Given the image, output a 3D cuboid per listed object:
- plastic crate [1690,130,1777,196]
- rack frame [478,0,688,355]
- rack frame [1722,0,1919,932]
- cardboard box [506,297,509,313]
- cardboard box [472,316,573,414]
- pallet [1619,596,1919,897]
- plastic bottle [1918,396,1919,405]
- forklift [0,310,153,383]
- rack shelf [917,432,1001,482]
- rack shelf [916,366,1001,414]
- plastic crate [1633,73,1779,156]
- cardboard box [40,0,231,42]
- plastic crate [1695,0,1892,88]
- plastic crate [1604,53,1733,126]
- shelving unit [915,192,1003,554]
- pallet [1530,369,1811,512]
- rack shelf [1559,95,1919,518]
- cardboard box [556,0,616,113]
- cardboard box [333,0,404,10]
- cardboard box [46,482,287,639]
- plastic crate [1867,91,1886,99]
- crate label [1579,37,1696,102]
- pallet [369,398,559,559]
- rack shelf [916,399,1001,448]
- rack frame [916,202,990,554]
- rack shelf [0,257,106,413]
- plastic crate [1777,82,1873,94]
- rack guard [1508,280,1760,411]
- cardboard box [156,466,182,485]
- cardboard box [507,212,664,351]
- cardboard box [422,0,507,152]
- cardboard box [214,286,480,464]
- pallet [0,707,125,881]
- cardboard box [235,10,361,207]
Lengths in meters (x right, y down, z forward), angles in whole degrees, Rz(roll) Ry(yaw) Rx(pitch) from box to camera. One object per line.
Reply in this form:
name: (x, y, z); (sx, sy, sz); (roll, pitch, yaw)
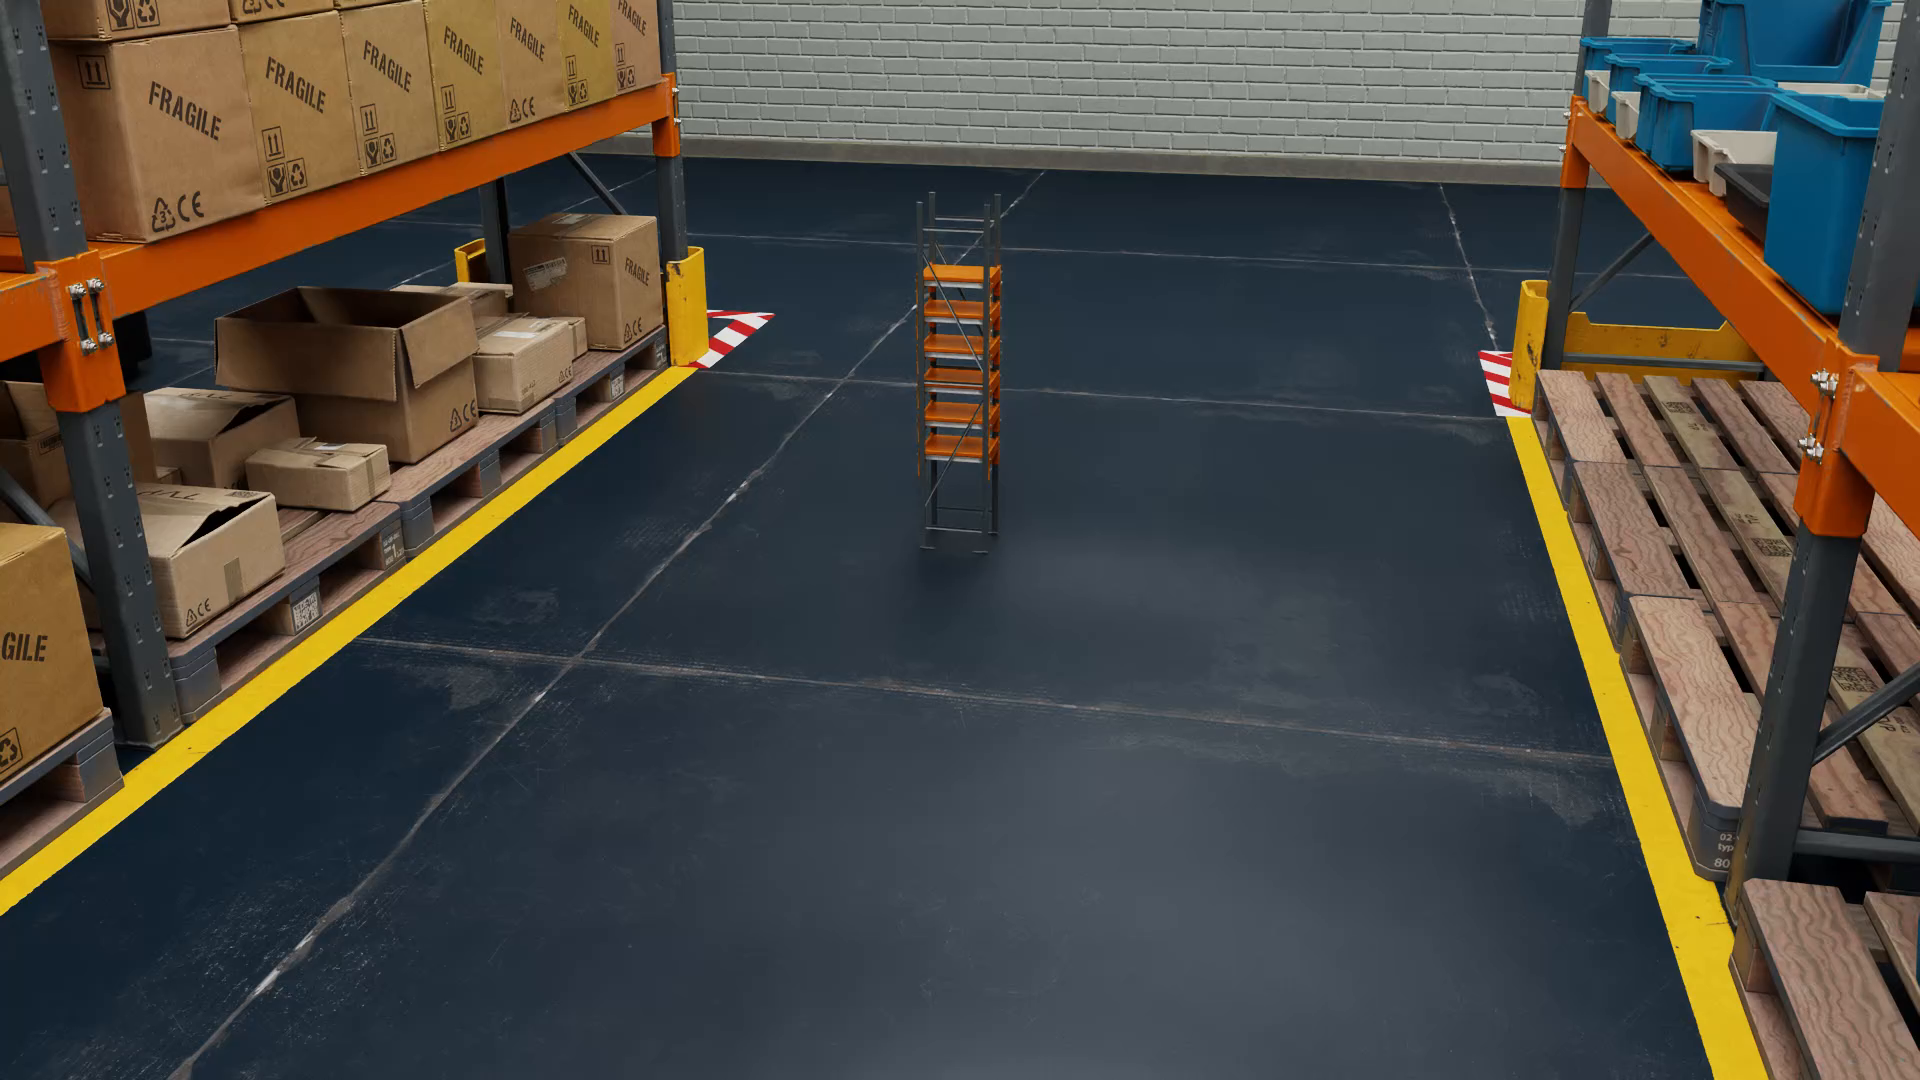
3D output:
plastic crate: (2.282, -1.072, 4.772); (0.293, 0.136, 0.466); (4, 22, 11)
rack frame: (-1.811, -2.348, 7.669); (1.000, 3.000, 0.127); (4, 22, 11)
rack frame: (2.221, -0.506, 3.095); (1.000, 3.000, 0.127); (4, 22, 11)
cardboard box: (-2.284, -1.020, 7.574); (0.380, 0.166, 0.250); (4, 22, 11)
cardboard box: (-1.904, -0.714, 6.703); (0.500, 0.250, 0.500); (4, 22, 11)
pallet: (2.333, 0.515, 4.291); (1.003, 0.211, 1.213); (4, 22, 11)
plastic bottle: (1.729, -0.351, 2.865); (0.061, 0.283, 0.133); (4, 22, 11)
forklift: (-4.608, -1.668, 6.073); (1.130, 2.935, 3.031); (5, 22, 12)
rack shelf: (-0.003, -0.287, 5.723); (0.258, 0.103, 0.180); (4, 22, 11)
rack shelf: (-0.003, -0.510, 5.633); (0.258, 0.103, 0.180); (4, 22, 11)
plastic crate: (2.396, -1.373, 5.390); (0.416, 0.233, 0.300); (4, 22, 11)
cardboard box: (-2.256, -1.546, 4.206); (0.500, 0.500, 0.500); (5, 22, 12)
plastic crate: (3.152, -1.877, 6.370); (0.616, 0.435, 0.499); (4, 22, 11)
plastic crate: (2.530, -1.613, 5.988); (0.416, 0.233, 0.300); (4, 22, 11)
shelving unit: (-0.003, -0.551, 5.616); (0.258, 1.200, 0.189); (4, 22, 11)
pallet: (2.831, -0.377, 6.507); (1.003, 0.211, 1.213); (4, 22, 11)
rack shelf: (2.629, -0.904, 5.046); (1.077, 0.370, 4.000); (4, 22, 11)
cardboard box: (-1.738, -2.020, 6.720); (0.500, 0.500, 0.500); (5, 22, 11)
cardboard box: (-2.045, -1.923, 5.141); (0.500, 0.500, 0.500); (4, 22, 9)
cardboard box: (-2.330, 0.021, 4.797); (0.500, 0.311, 0.500); (4, 22, 11)
plastic crate: (2.713, -1.024, 4.458); (0.437, 0.282, 0.530); (4, 22, 11)
crate label: (2.665, -1.854, 6.586); (0.416, 0.233, 0.303); (4, 22, 11)
pallet: (-2.239, -0.290, 6.292); (1.003, 0.211, 1.213); (4, 22, 11)
rack shelf: (-0.003, -0.399, 5.678); (0.258, 0.103, 0.180); (4, 22, 11)
rack frame: (-0.022, -0.518, 5.533); (0.240, 1.200, 0.006); (4, 22, 11)
rack shelf: (-3.035, 0.180, 2.355); (1.077, 0.370, 4.000); (4, 22, 11)
plastic crate: (3.048, -1.563, 5.991); (0.396, 0.136, 0.243); (4, 22, 11)
rack guard: (3.030, -0.819, 7.219); (1.175, 0.500, 0.348); (4, 22, 11)
cardboard box: (-2.771, -0.139, 5.410); (0.380, 0.149, 0.250); (4, 22, 11)
cardboard box: (-1.681, -1.175, 7.513); (0.500, 0.500, 0.500); (4, 22, 11)
cardboard box: (-1.948, -1.654, 5.810); (0.500, 0.500, 0.500); (4, 22, 10)
cardboard box: (-2.249, -0.619, 6.128); (0.797, 0.503, 0.637); (4, 22, 11)
pallet: (-2.756, 0.709, 3.812); (1.003, 0.211, 1.213); (4, 22, 11)
cardboard box: (-2.155, -1.285, 4.894); (0.500, 0.500, 0.500); (5, 22, 12)
